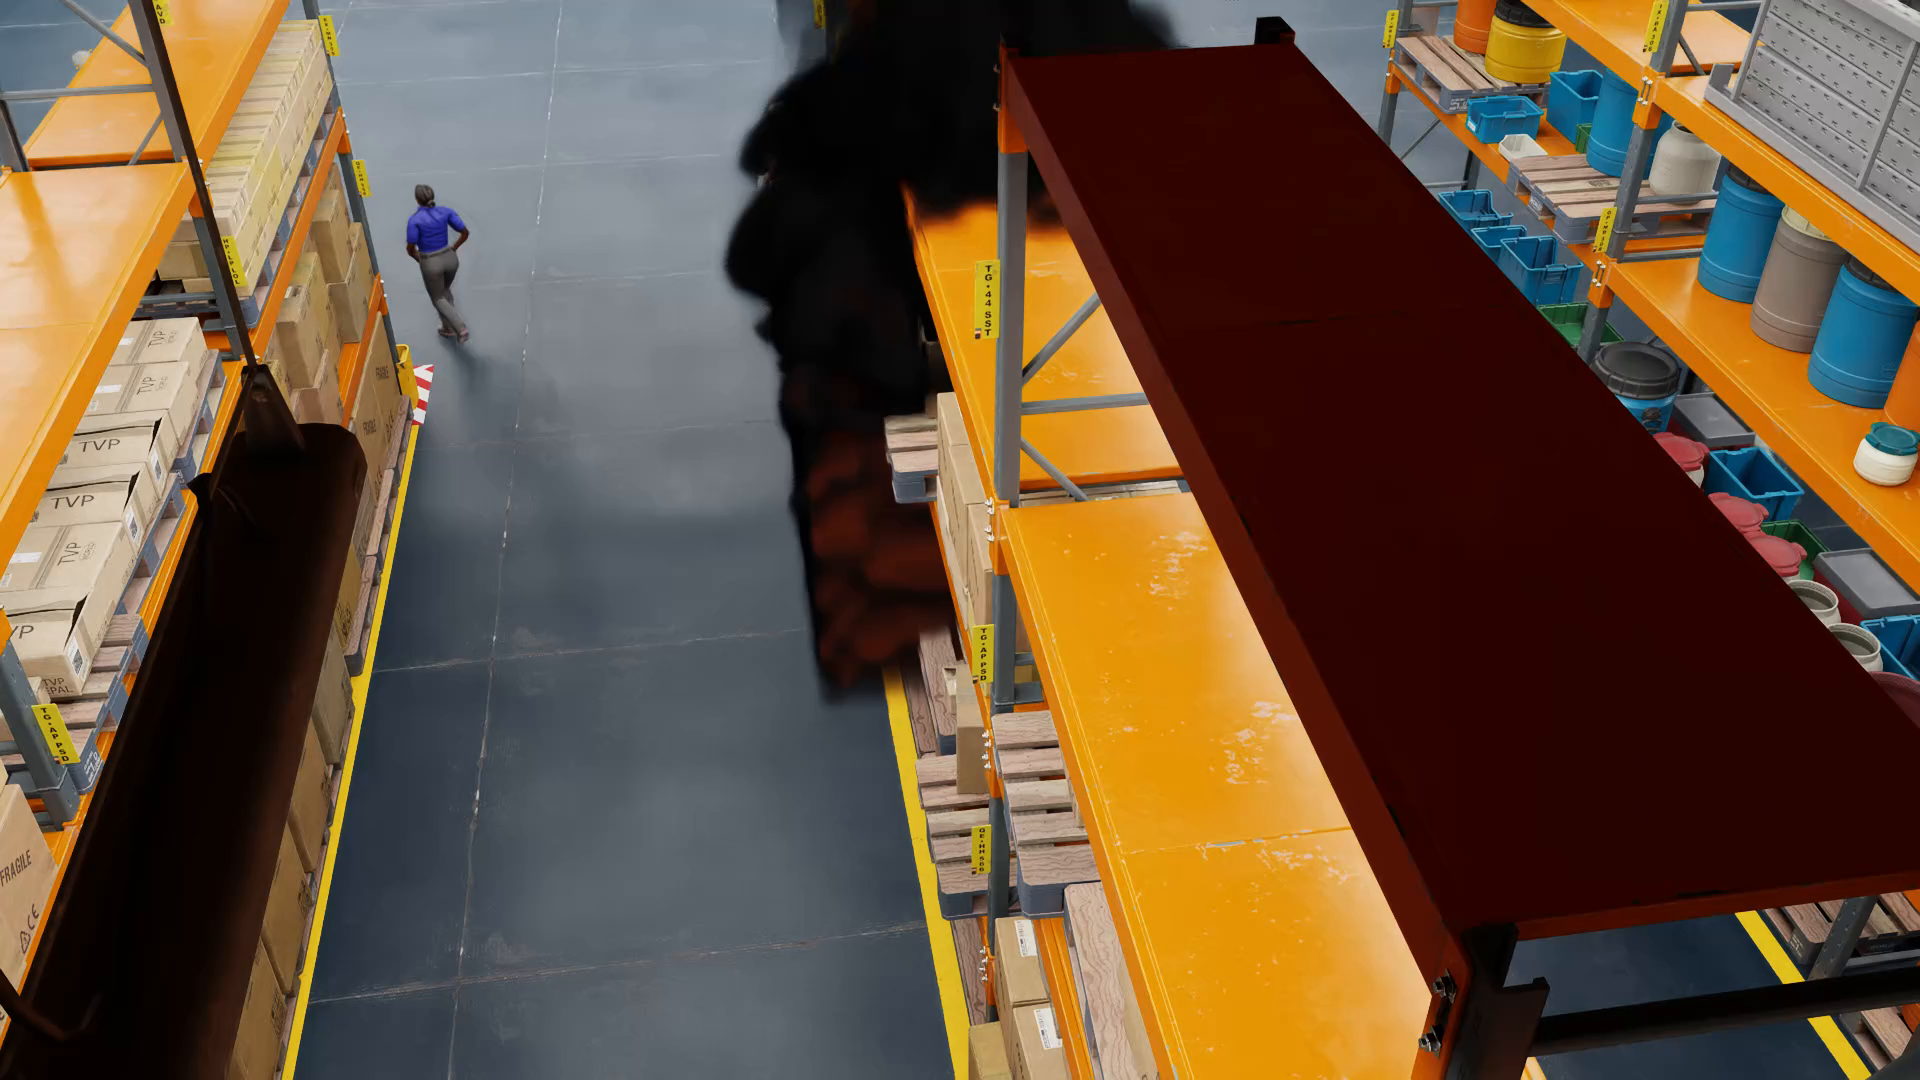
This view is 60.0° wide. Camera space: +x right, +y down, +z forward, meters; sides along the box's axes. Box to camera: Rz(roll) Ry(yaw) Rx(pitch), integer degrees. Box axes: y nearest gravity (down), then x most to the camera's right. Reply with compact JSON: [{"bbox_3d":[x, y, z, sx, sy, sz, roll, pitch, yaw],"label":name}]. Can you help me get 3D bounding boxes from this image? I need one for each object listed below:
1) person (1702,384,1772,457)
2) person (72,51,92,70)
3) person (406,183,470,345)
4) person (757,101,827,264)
[{"bbox_3d":[6.496,-1.392,13.863,0.678,1.747,0.979,-9,37,-12],"label":"person"},{"bbox_3d":[-9.360,-4.518,18.191,0.641,1.714,0.594,24,42,29],"label":"person"},{"bbox_3d":[-4.848,-2.558,15.569,0.593,1.629,0.742,-29,45,-33],"label":"person"},{"bbox_3d":[-1.706,-3.583,16.867,0.603,1.756,0.703,17,40,22],"label":"person"}]
